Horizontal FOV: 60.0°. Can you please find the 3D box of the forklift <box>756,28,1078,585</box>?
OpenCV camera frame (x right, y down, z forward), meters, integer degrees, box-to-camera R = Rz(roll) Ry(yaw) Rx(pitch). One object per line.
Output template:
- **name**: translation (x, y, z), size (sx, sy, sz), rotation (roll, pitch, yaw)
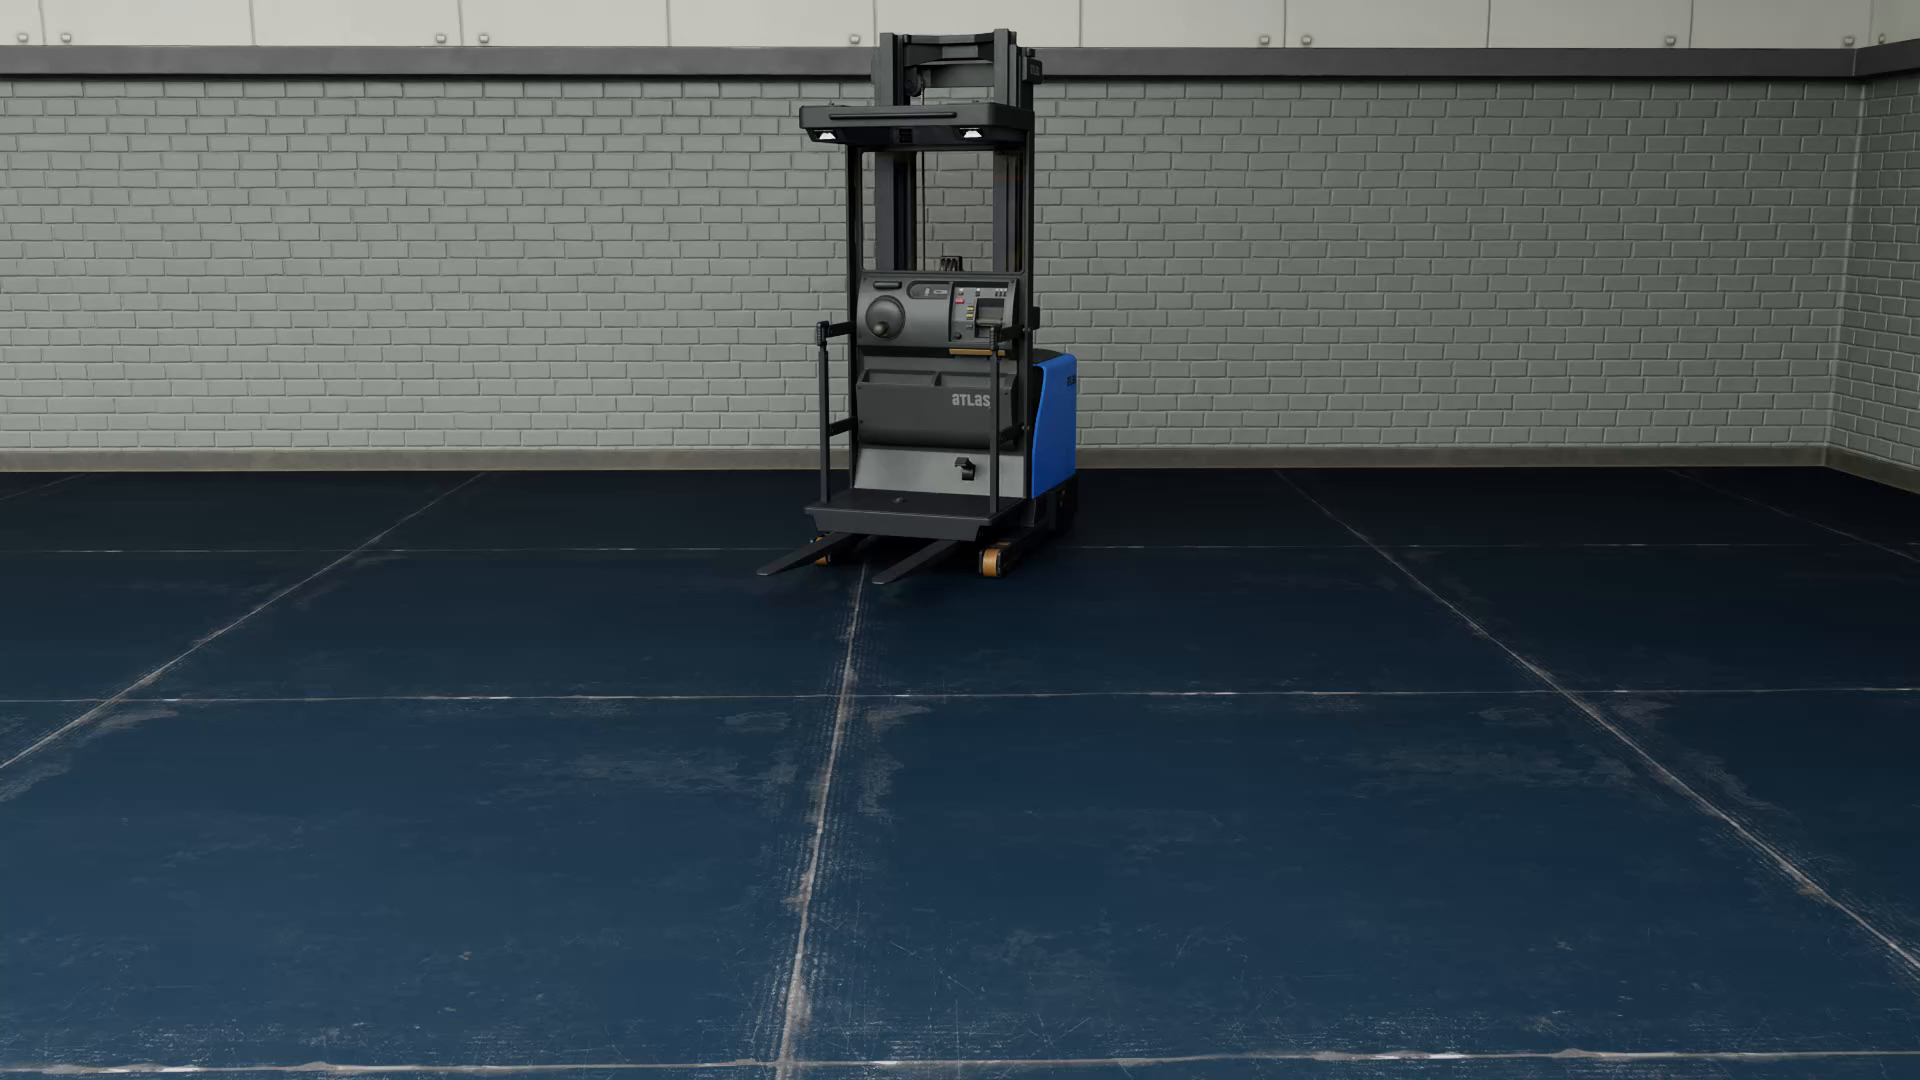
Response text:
- **forklift**: translation (-0.200, -1.318, 9.182), size (1.130, 2.935, 3.031), rotation (4, 12, 18)
